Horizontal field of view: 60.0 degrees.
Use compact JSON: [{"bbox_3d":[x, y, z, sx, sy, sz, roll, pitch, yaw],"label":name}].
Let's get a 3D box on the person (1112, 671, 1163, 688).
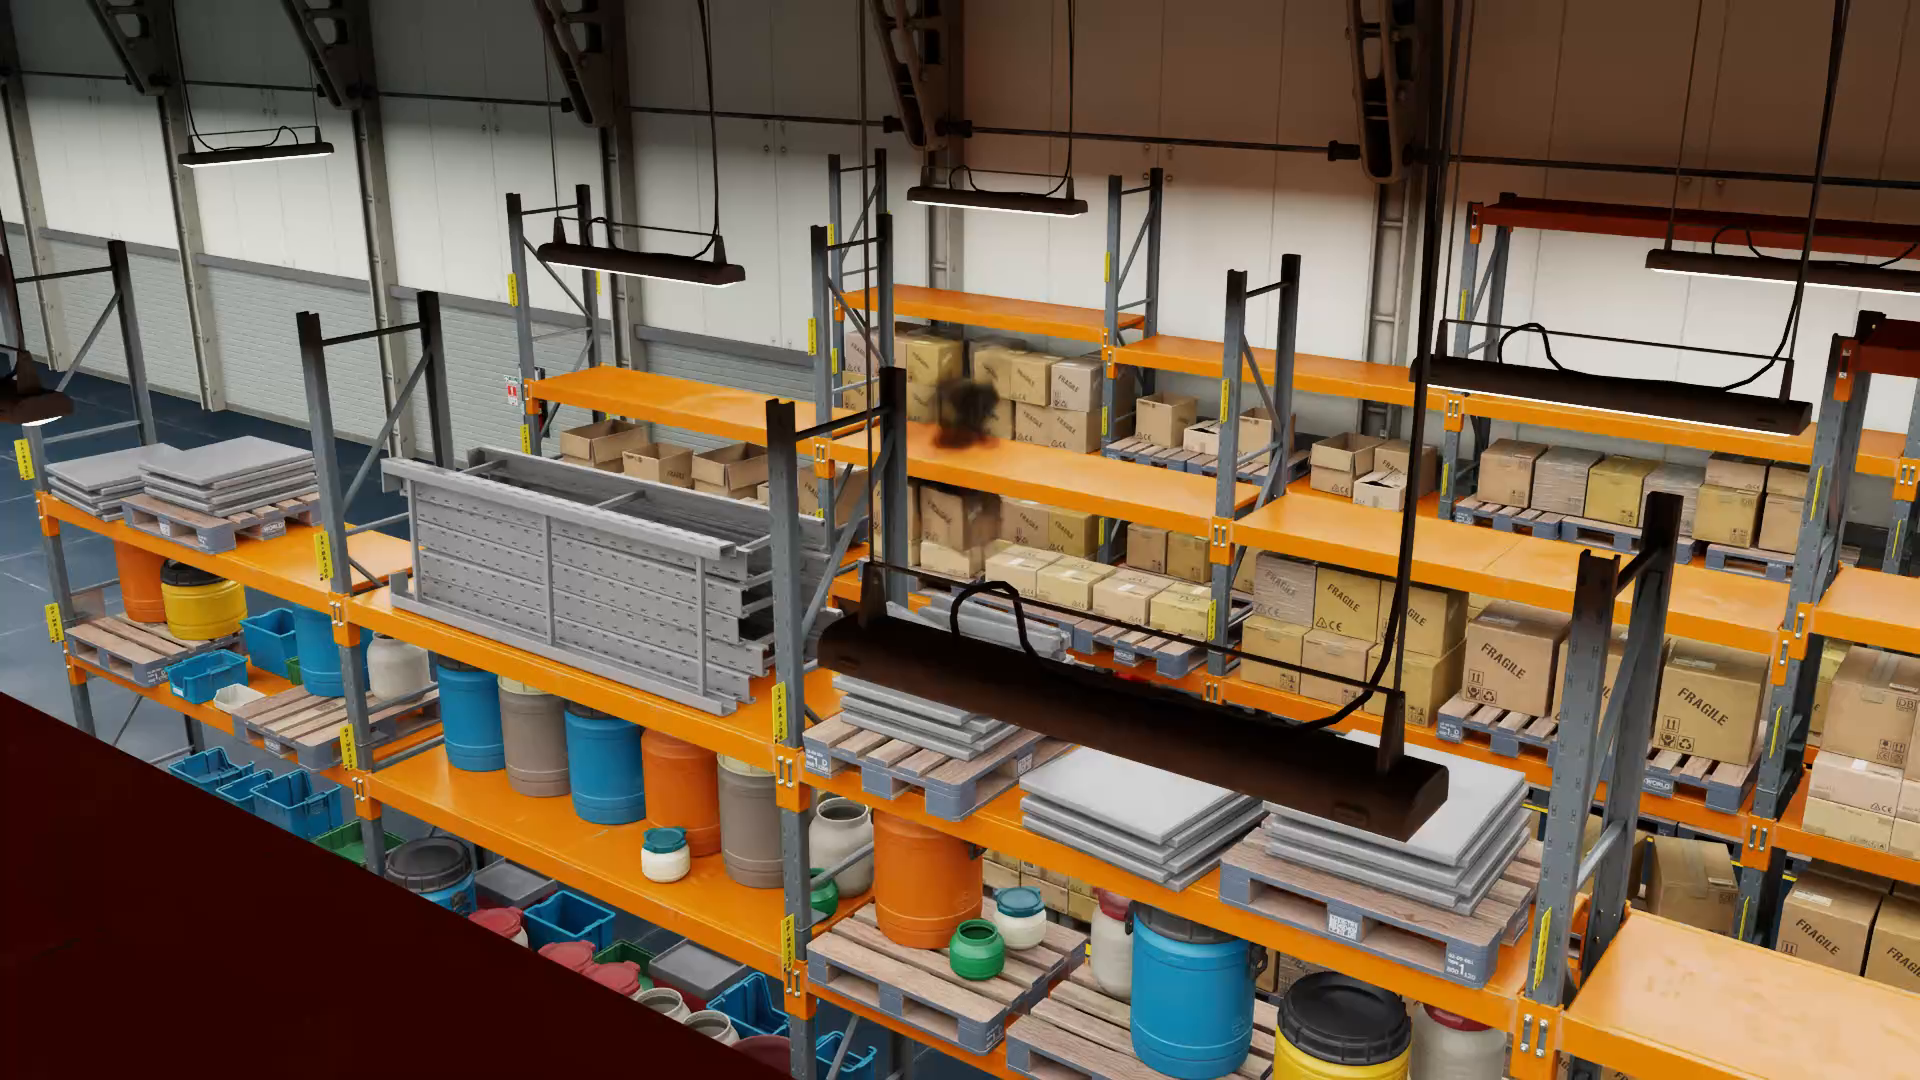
[{"bbox_3d":[1.800,1.834,16.933,0.793,1.788,0.675,14,23,36],"label":"person"}]
